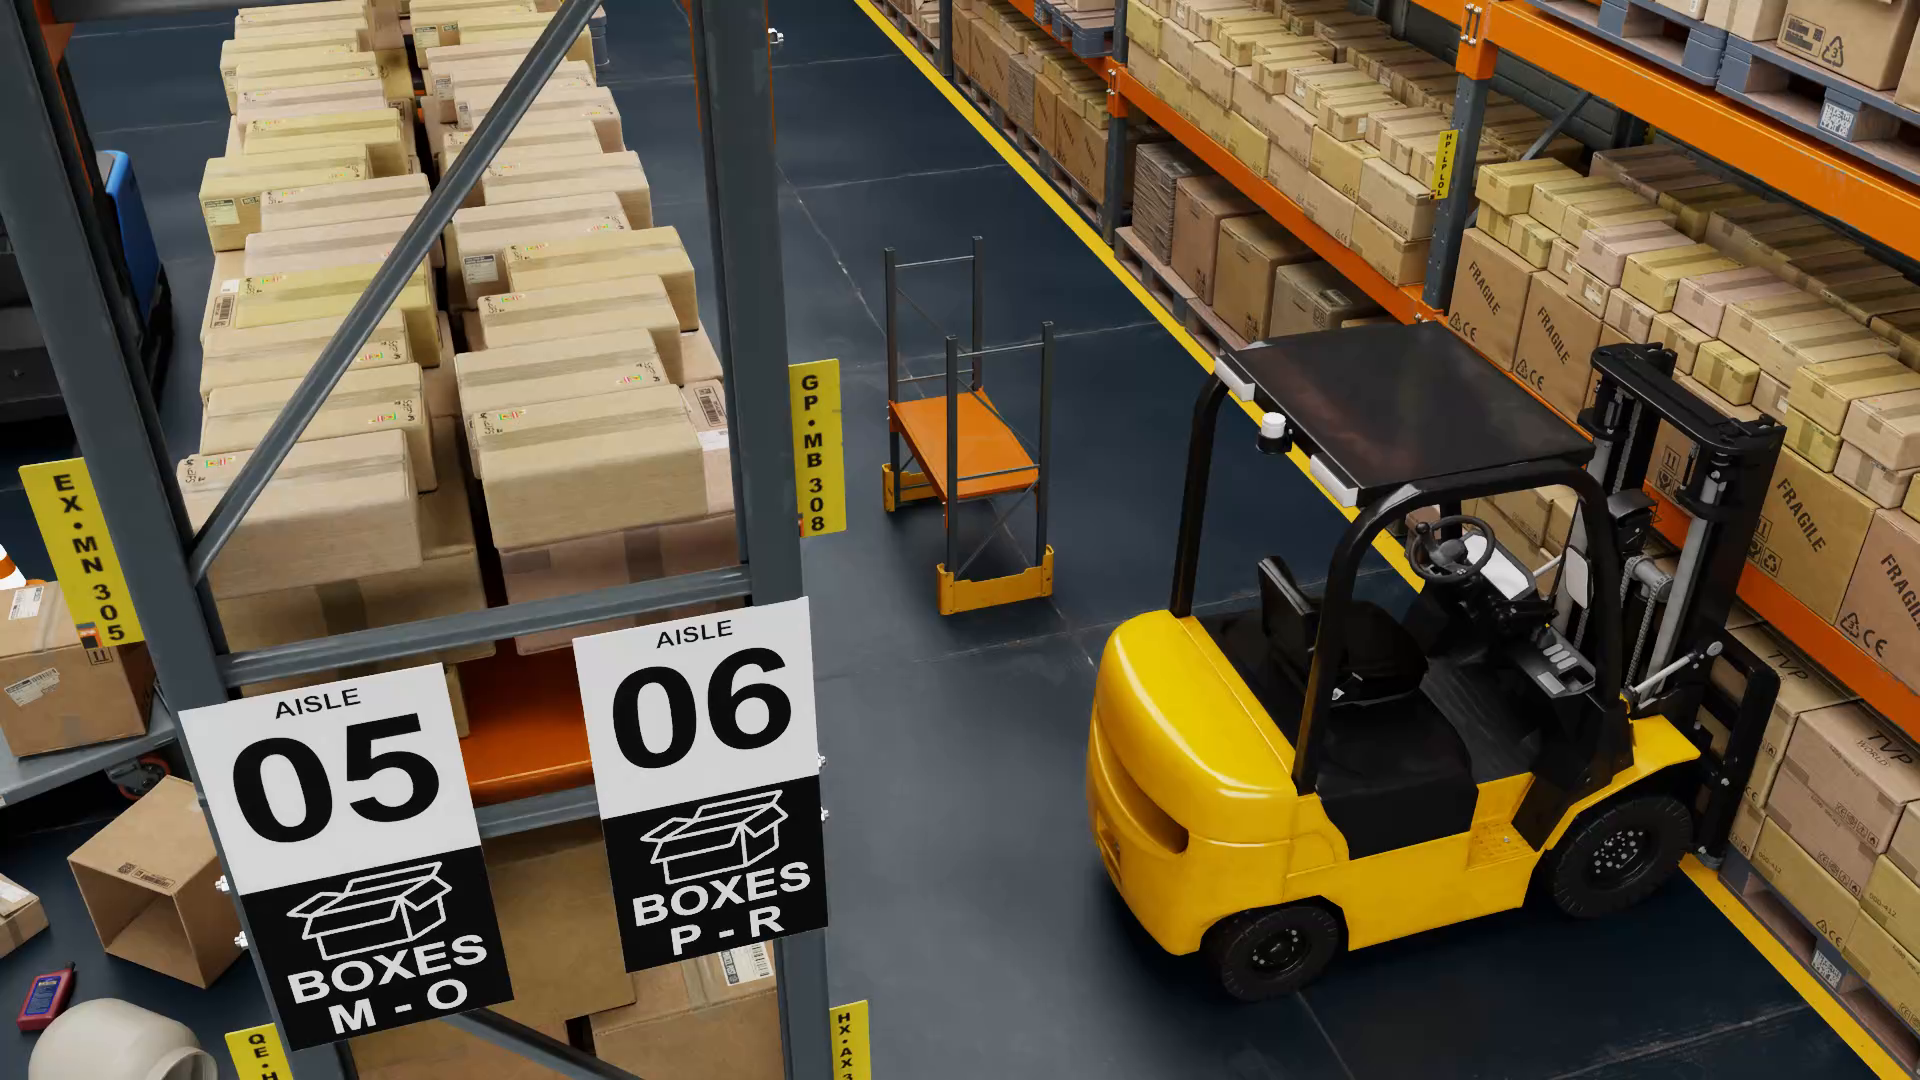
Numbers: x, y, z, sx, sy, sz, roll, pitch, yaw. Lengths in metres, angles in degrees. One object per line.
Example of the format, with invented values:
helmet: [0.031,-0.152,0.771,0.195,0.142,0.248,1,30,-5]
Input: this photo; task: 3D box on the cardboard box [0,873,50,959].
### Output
cardboard box: [-3.774,1.391,6.404,0.396,0.266,0.258,19,38,26]

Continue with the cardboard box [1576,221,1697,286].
cardboard box: [2.795,-1.187,6.877,0.380,0.149,0.250,-9,35,-14]

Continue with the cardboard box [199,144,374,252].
cardboard box: [-1.643,-0.845,4.091,0.380,0.149,0.250,-9,35,-14]

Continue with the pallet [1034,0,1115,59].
pallet: [1.253,-3.739,11.861,1.213,0.211,1.003,-10,35,-15]

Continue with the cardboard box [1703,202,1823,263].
cardboard box: [3.399,-1.298,7.045,0.380,0.149,0.250,-11,35,-16]

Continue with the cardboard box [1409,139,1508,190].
cardboard box: [2.431,-1.829,8.118,0.380,0.149,0.250,-9,34,-13]

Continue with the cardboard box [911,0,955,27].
cardboard box: [-0.252,-5.040,15.756,0.396,0.266,0.258,-9,34,-13]

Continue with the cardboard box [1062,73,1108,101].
cardboard box: [0.984,-3.378,12.440,0.380,0.149,0.250,-11,35,-16]

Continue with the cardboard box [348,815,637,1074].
cardboard box: [-1.122,0.748,3.630,0.700,0.500,0.500,-11,35,-16]

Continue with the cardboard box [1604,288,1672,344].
cardboard box: [2.864,-0.928,6.754,0.380,0.149,0.250,-10,35,-15]

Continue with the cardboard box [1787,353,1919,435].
cardboard box: [3.173,-0.517,5.863,0.380,0.149,0.250,-9,35,-14]

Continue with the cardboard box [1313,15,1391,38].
cardboard box: [2.329,-3.001,9.892,0.380,0.149,0.250,-11,35,-16]

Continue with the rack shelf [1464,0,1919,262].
rack shelf: [3.357,-1.276,5.892,1.077,0.370,4.000,-10,35,-15]

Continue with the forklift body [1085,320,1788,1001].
forklift body: [1.651,0.391,6.208,2.313,2.155,1.214,-10,35,-15]

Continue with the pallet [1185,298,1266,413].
pallet: [2.109,-1.233,10.425,1.003,0.211,1.213,-10,35,-15]

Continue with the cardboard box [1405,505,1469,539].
cardboard box: [2.579,-0.093,8.283,0.500,0.250,0.500,-10,35,-14]

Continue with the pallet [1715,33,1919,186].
pallet: [3.400,-1.506,5.668,1.003,0.211,1.213,-10,35,-15]

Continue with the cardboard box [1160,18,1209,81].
cardboard box: [1.581,-3.084,10.379,0.500,0.250,0.500,-9,34,-13]

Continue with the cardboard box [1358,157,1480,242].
cardboard box: [2.354,-1.736,8.338,0.500,0.250,0.500,-11,35,-16]

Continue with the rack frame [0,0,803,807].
rack frame: [-0.759,-0.941,2.011,1.000,3.000,0.127,-10,35,-15]

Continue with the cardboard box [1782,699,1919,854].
cardboard box: [3.368,0.824,5.989,0.500,0.250,0.500,-9,35,-14]

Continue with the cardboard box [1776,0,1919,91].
cardboard box: [3.241,-1.846,5.536,0.797,0.503,0.637,-9,34,-13]

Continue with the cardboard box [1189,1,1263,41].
cardboard box: [1.621,-3.165,10.139,0.380,0.149,0.250,-10,35,-14]

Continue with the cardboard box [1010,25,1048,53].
cardboard box: [0.621,-4.070,13.486,0.380,0.149,0.250,-9,34,-13]

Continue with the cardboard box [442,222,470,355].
cardboard box: [-0.984,-0.593,4.072,0.500,0.250,0.500,-9,35,-13]

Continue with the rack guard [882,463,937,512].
rack guard: [-0.129,-0.326,9.016,0.587,0.250,0.087,-10,35,-15]

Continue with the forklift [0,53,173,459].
forklift: [-5.347,-1.962,9.061,1.130,2.935,3.031,-10,35,-14]

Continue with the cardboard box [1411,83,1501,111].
cardboard box: [2.639,-2.319,8.860,0.380,0.149,0.250,-10,35,-15]

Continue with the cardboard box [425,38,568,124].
cardboard box: [-1.342,-1.343,4.846,0.380,0.149,0.250,-11,35,-16]

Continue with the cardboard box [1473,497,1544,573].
cardboard box: [2.756,-0.041,7.752,0.500,0.250,0.500,-10,35,-15]

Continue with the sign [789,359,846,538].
sign: [-0.242,-0.145,2.736,0.100,0.325,0.005,-10,35,-15]

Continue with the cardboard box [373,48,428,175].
cardboard box: [-1.939,-1.305,5.149,0.500,0.250,0.500,-10,35,-15]

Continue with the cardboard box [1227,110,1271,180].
cardboard box: [1.899,-2.331,9.694,0.500,0.250,0.500,-9,34,-13]

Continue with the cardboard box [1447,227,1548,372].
cardboard box: [2.634,-1.140,7.663,0.500,0.500,0.500,-11,35,-16]

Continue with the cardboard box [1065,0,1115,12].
cardboard box: [0.961,-3.826,11.666,0.380,0.149,0.250,-9,35,-14]

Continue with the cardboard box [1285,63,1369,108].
cardboard box: [2.014,-2.495,9.126,0.380,0.149,0.250,-10,35,-14]

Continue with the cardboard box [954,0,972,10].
cardboard box: [0.163,-4.745,14.508,0.380,0.149,0.250,-8,34,-12]

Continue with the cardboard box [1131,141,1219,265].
cardboard box: [1.704,-2.330,11.328,0.875,0.625,0.625,-9,34,-13]

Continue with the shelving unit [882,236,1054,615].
shelving unit: [0.023,-0.586,8.276,0.587,1.500,1.083,-10,35,-15]

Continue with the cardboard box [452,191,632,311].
cardboard box: [-0.955,-0.668,3.823,0.380,0.149,0.250,-10,35,-15]

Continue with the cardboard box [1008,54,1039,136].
cardboard box: [0.712,-3.601,13.366,0.500,0.500,0.500,-11,35,-16]

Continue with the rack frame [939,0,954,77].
rack frame: [0.307,-5.575,14.466,1.000,3.000,0.127,-10,35,-15]

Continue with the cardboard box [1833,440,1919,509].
cardboard box: [3.276,-0.262,5.747,0.380,0.149,0.250,-11,35,-16]

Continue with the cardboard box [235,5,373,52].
cardboard box: [-2.015,-1.525,5.121,0.380,0.149,0.250,-11,35,-16]

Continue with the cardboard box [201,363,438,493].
cardboard box: [-1.185,-0.187,3.096,0.380,0.149,0.250,-9,35,-14]

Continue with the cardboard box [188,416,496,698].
cardboard box: [-1.171,0.026,3.136,0.500,0.250,0.500,-10,35,-15]

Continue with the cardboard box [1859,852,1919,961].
cardboard box: [3.521,1.286,5.743,0.500,0.250,0.500,-10,35,-15]

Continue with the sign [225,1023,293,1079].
sign: [-1.293,1.030,3.134,0.100,0.325,0.005,-10,35,-15]

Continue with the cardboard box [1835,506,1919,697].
cardboard box: [3.418,0.195,5.643,0.500,0.500,0.500,-9,34,-13]
